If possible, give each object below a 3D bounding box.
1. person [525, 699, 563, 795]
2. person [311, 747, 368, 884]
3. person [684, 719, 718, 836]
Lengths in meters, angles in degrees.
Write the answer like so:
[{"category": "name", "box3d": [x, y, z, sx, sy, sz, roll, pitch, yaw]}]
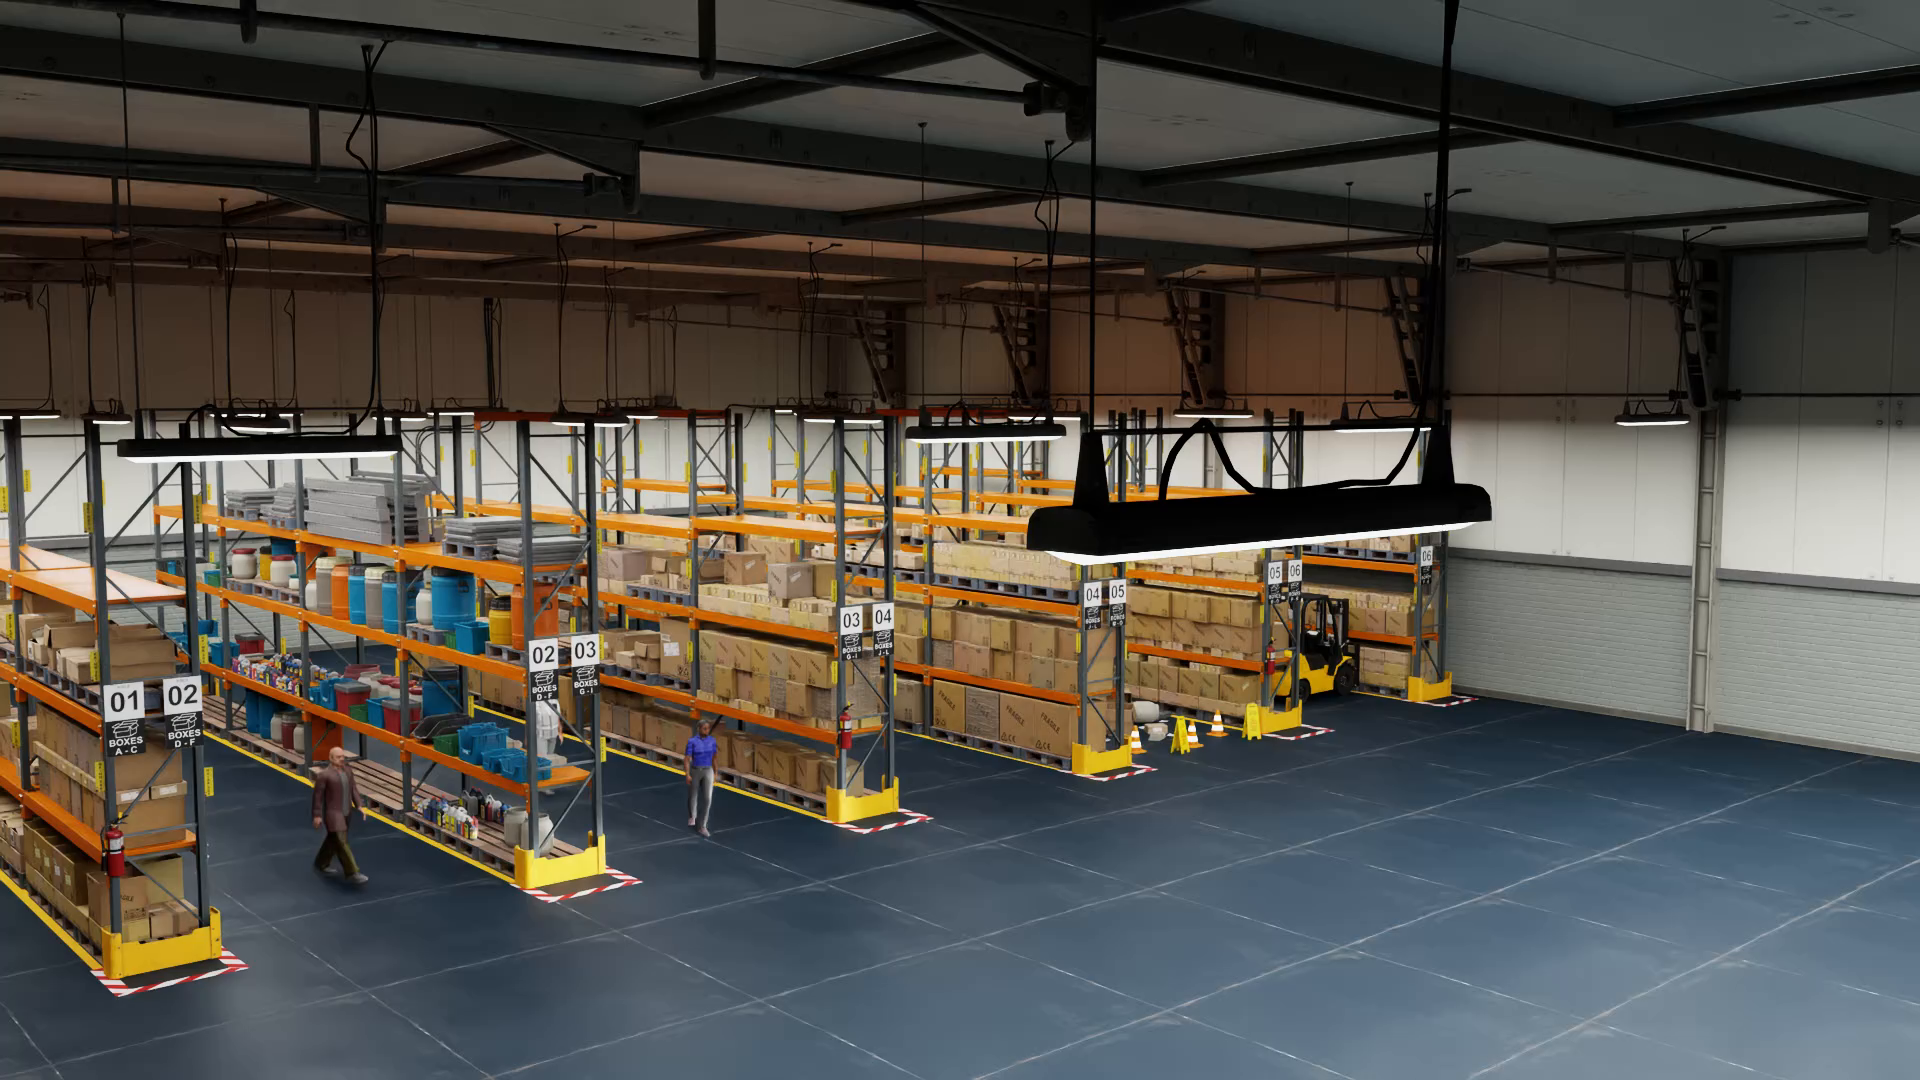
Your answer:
[{"category": "person", "box3d": [-6.589, 3.125, 26.520, 0.920, 1.717, 0.569, 5, 7, 43]}, {"category": "person", "box3d": [-8.012, 3.547, 21.578, 1.105, 1.729, 0.600, 2, 5, 19]}, {"category": "person", "box3d": [-3.757, 3.416, 24.127, 0.528, 1.653, 0.746, -2, 5, -23]}]
